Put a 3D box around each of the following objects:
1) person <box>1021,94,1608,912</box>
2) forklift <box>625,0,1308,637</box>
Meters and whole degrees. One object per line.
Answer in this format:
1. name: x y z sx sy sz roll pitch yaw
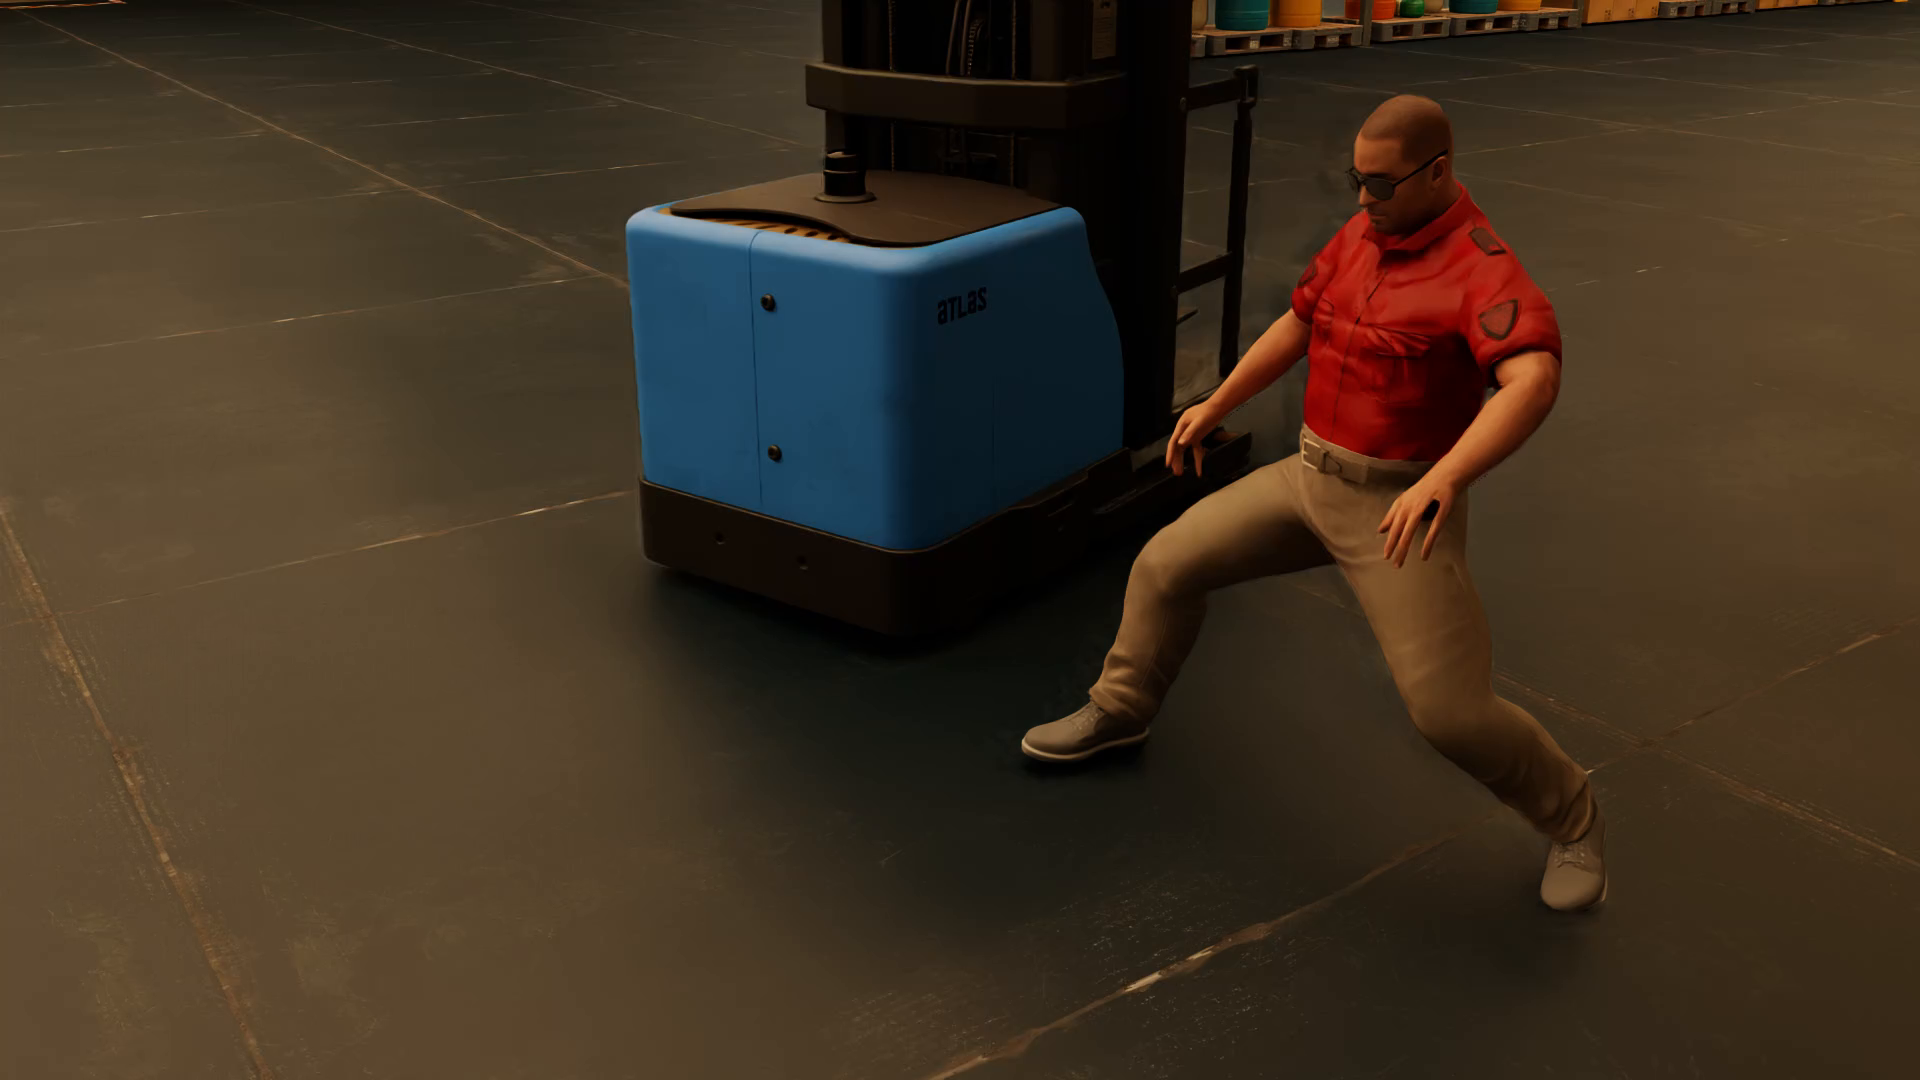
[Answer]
1. person: 0.777 -0.089 3.376 0.979 1.576 1.043 -10 24 -22
2. forklift: 0.338 -1.598 5.205 1.130 2.935 3.031 15 26 33
